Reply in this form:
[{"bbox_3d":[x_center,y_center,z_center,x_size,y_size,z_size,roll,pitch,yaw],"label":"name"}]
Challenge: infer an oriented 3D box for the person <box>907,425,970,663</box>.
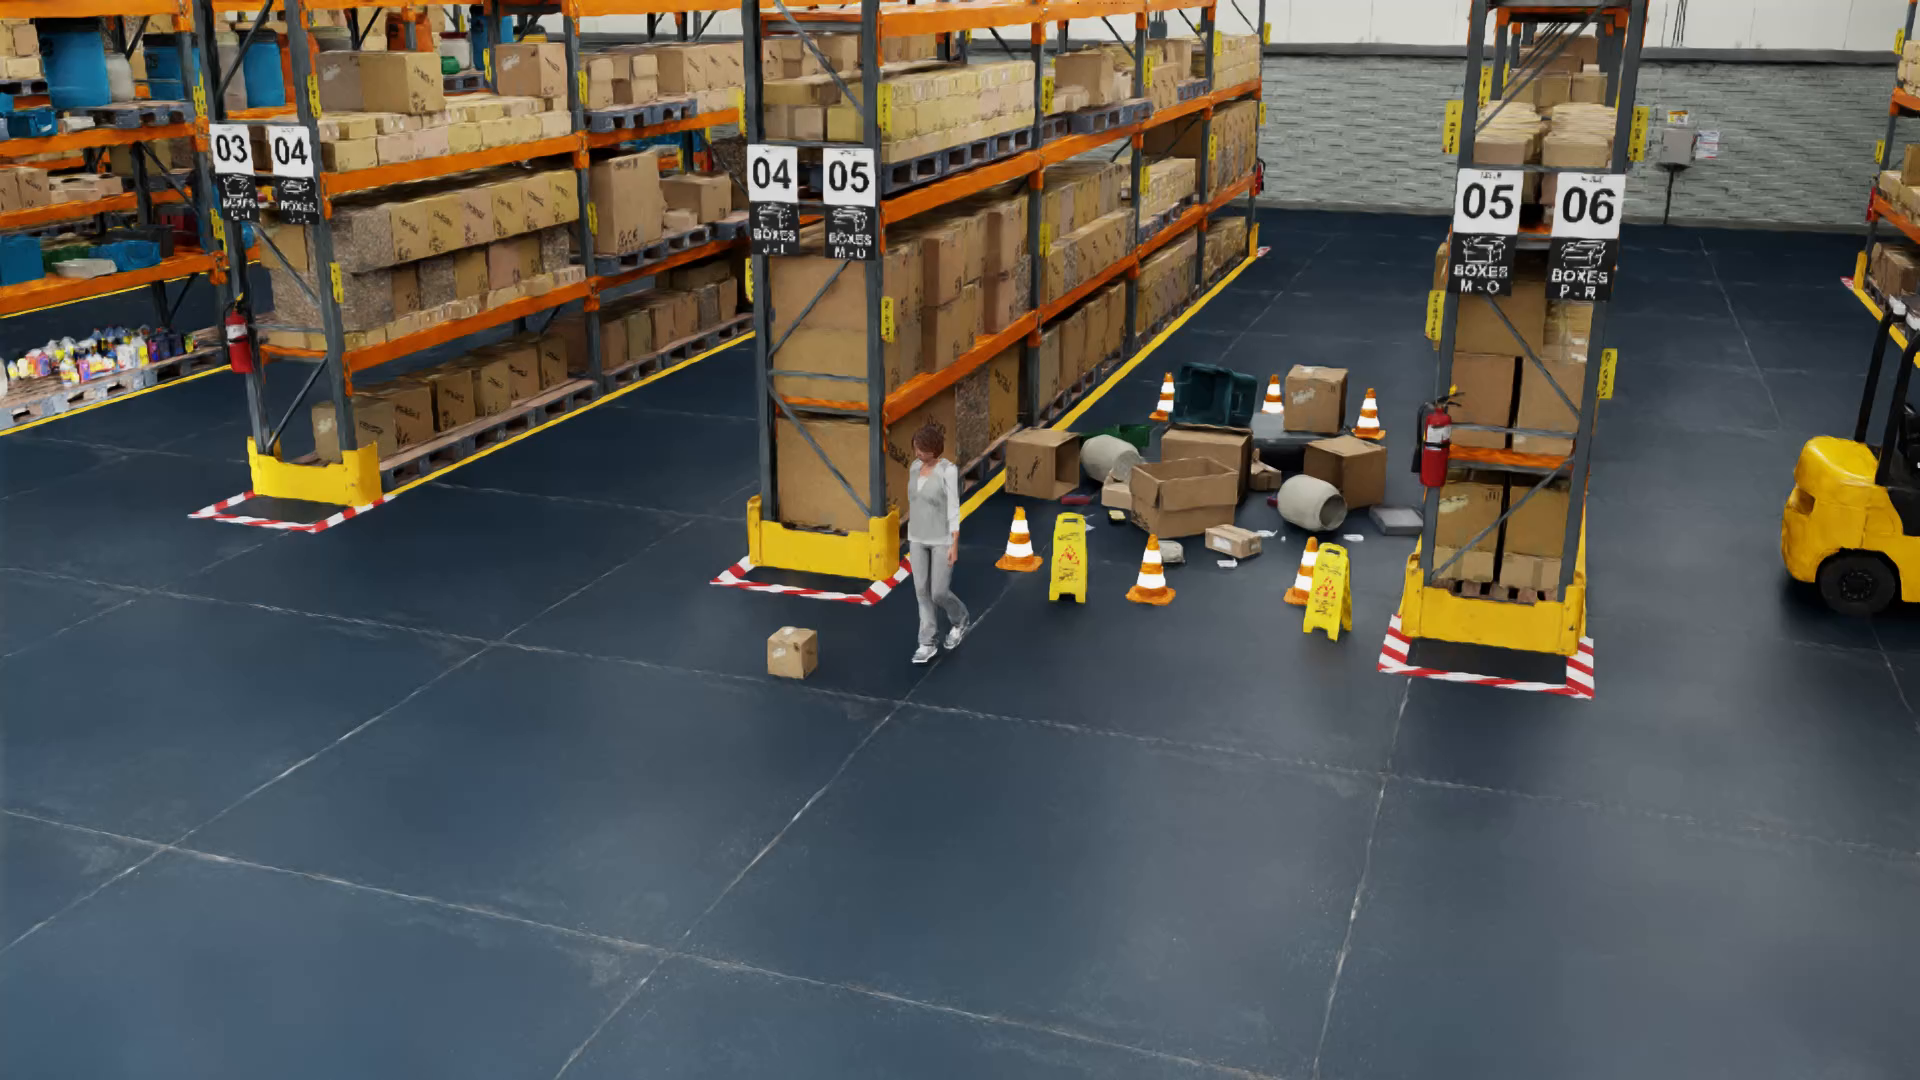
[{"bbox_3d":[-0.169,0.012,11.026,0.435,1.586,0.538,13,23,33],"label":"person"}]
